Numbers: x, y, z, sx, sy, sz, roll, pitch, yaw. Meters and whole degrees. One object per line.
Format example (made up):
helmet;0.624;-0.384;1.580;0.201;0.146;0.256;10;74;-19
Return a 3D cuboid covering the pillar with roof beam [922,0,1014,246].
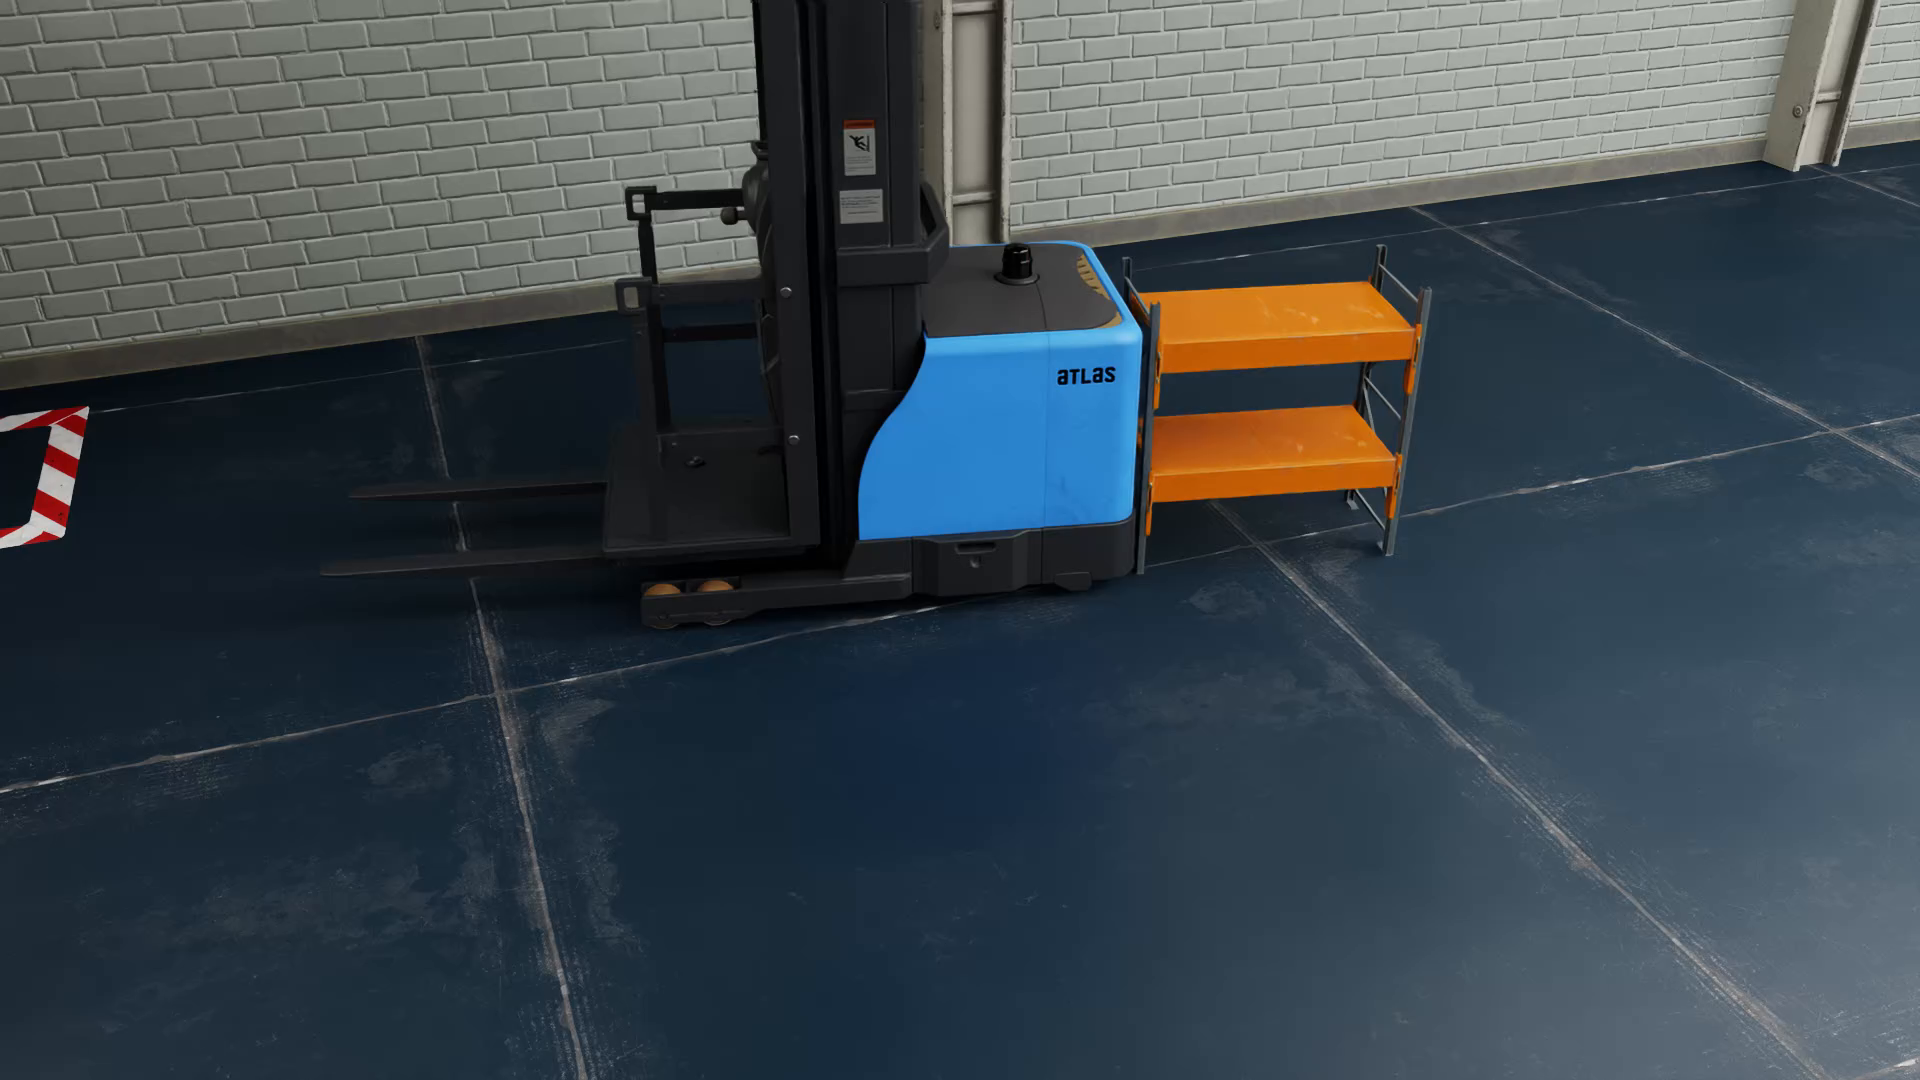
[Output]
pillar with roof beam;1.541;-3.430;3.681;0.400;9.000;9.100;-10;31;-18

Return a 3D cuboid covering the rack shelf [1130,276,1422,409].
rack shelf;1.175;-0.765;6.364;1.000;0.278;0.538;-4;30;-7

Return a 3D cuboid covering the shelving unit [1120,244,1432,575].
shelving unit;1.175;-0.510;6.509;1.048;1.125;0.538;-4;30;-7

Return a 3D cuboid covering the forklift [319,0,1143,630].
forklift;-0.891;-1.221;5.933;3.031;2.935;1.130;-4;30;-7

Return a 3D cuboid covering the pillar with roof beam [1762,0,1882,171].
pillar with roof beam;7.165;-4.466;5.499;0.400;9.000;9.100;-10;31;-18

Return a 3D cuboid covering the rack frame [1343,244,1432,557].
rack frame;1.678;-0.546;6.571;0.032;1.125;0.500;-4;30;-7

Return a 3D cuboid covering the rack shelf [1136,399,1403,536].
rack shelf;1.175;-0.298;6.630;1.000;0.278;0.538;-4;30;-7

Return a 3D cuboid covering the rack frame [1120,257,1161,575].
rack frame;0.671;-0.475;6.447;0.032;1.125;0.500;-4;30;-7
